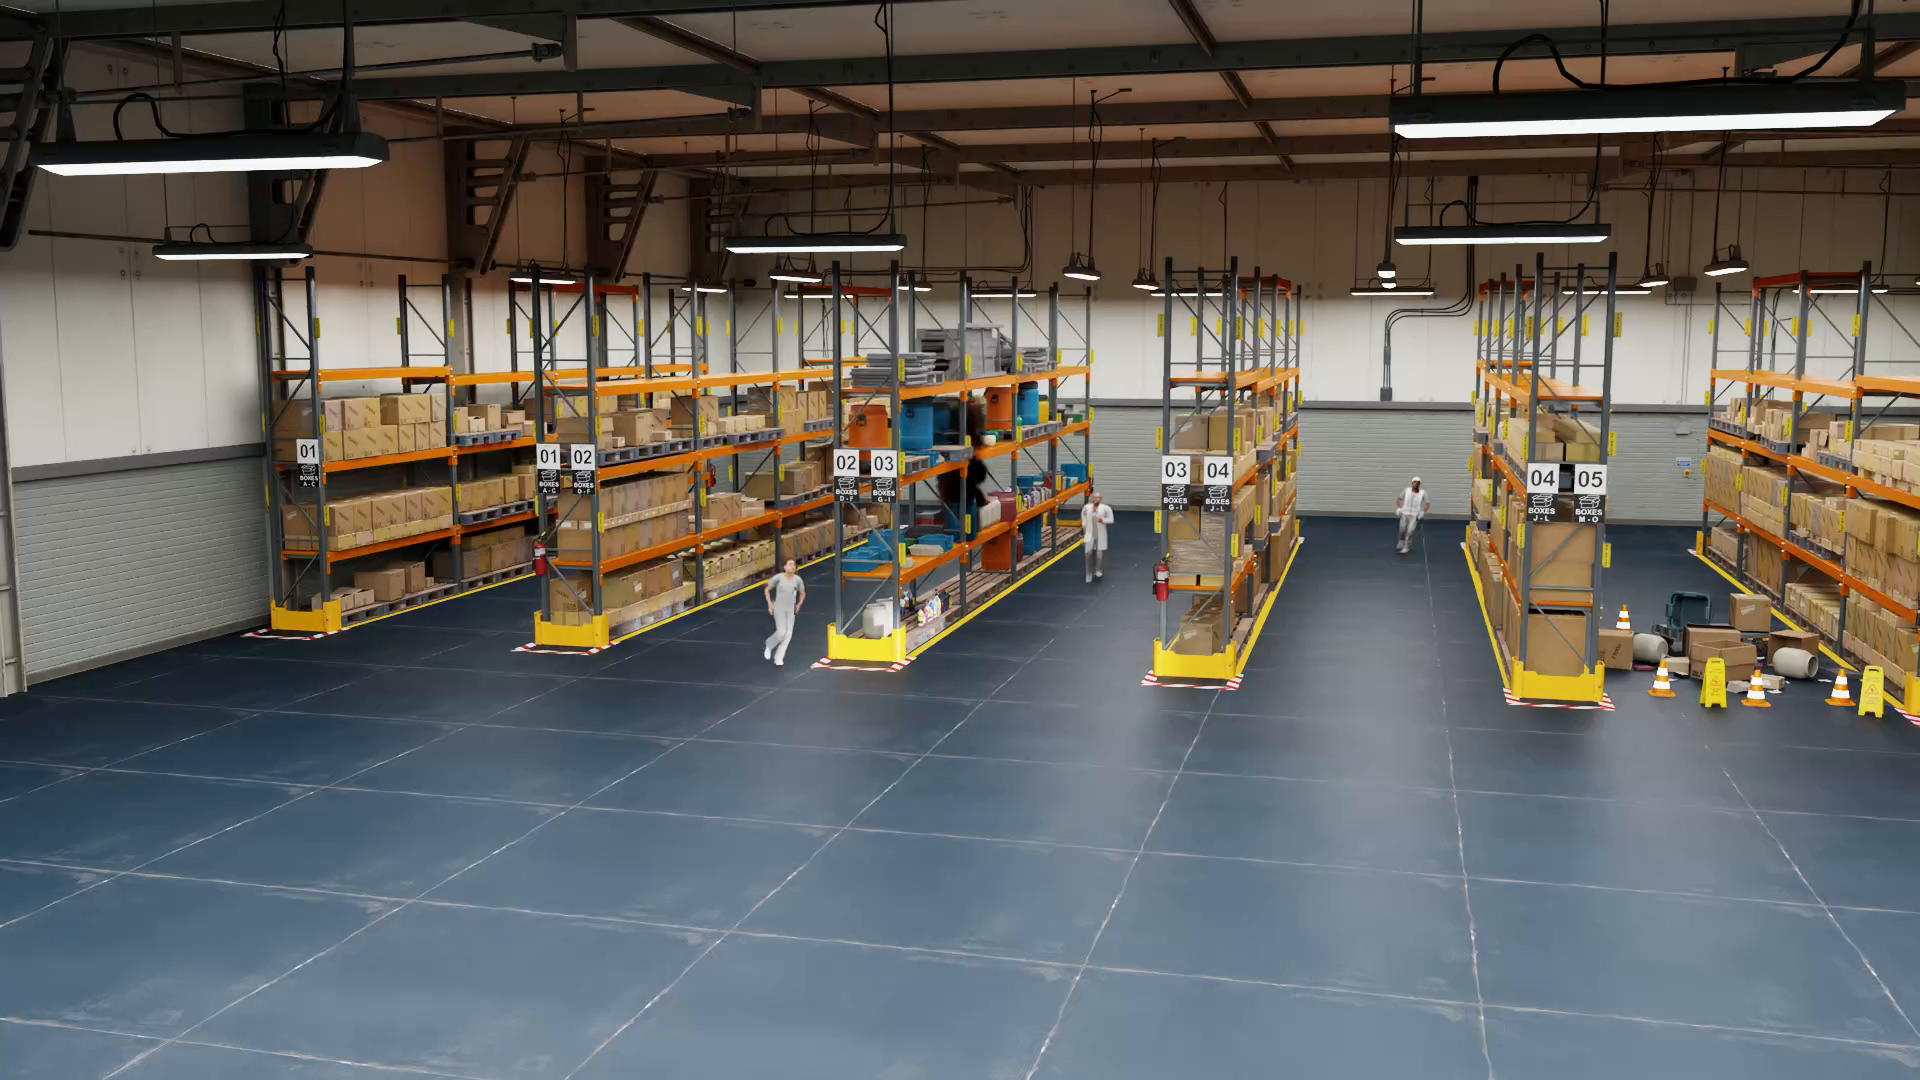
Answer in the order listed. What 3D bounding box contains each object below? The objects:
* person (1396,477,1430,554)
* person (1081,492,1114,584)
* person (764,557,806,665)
[{"bbox_3d":[10.117,-0.553,37.128,0.734,1.726,0.565,3,8,20],"label":"person"},{"bbox_3d":[2.725,-0.048,33.055,0.683,1.825,0.859,1,7,11],"label":"person"},{"bbox_3d":[-2.597,1.052,24.900,0.597,1.610,0.522,-4,8,-27],"label":"person"}]
